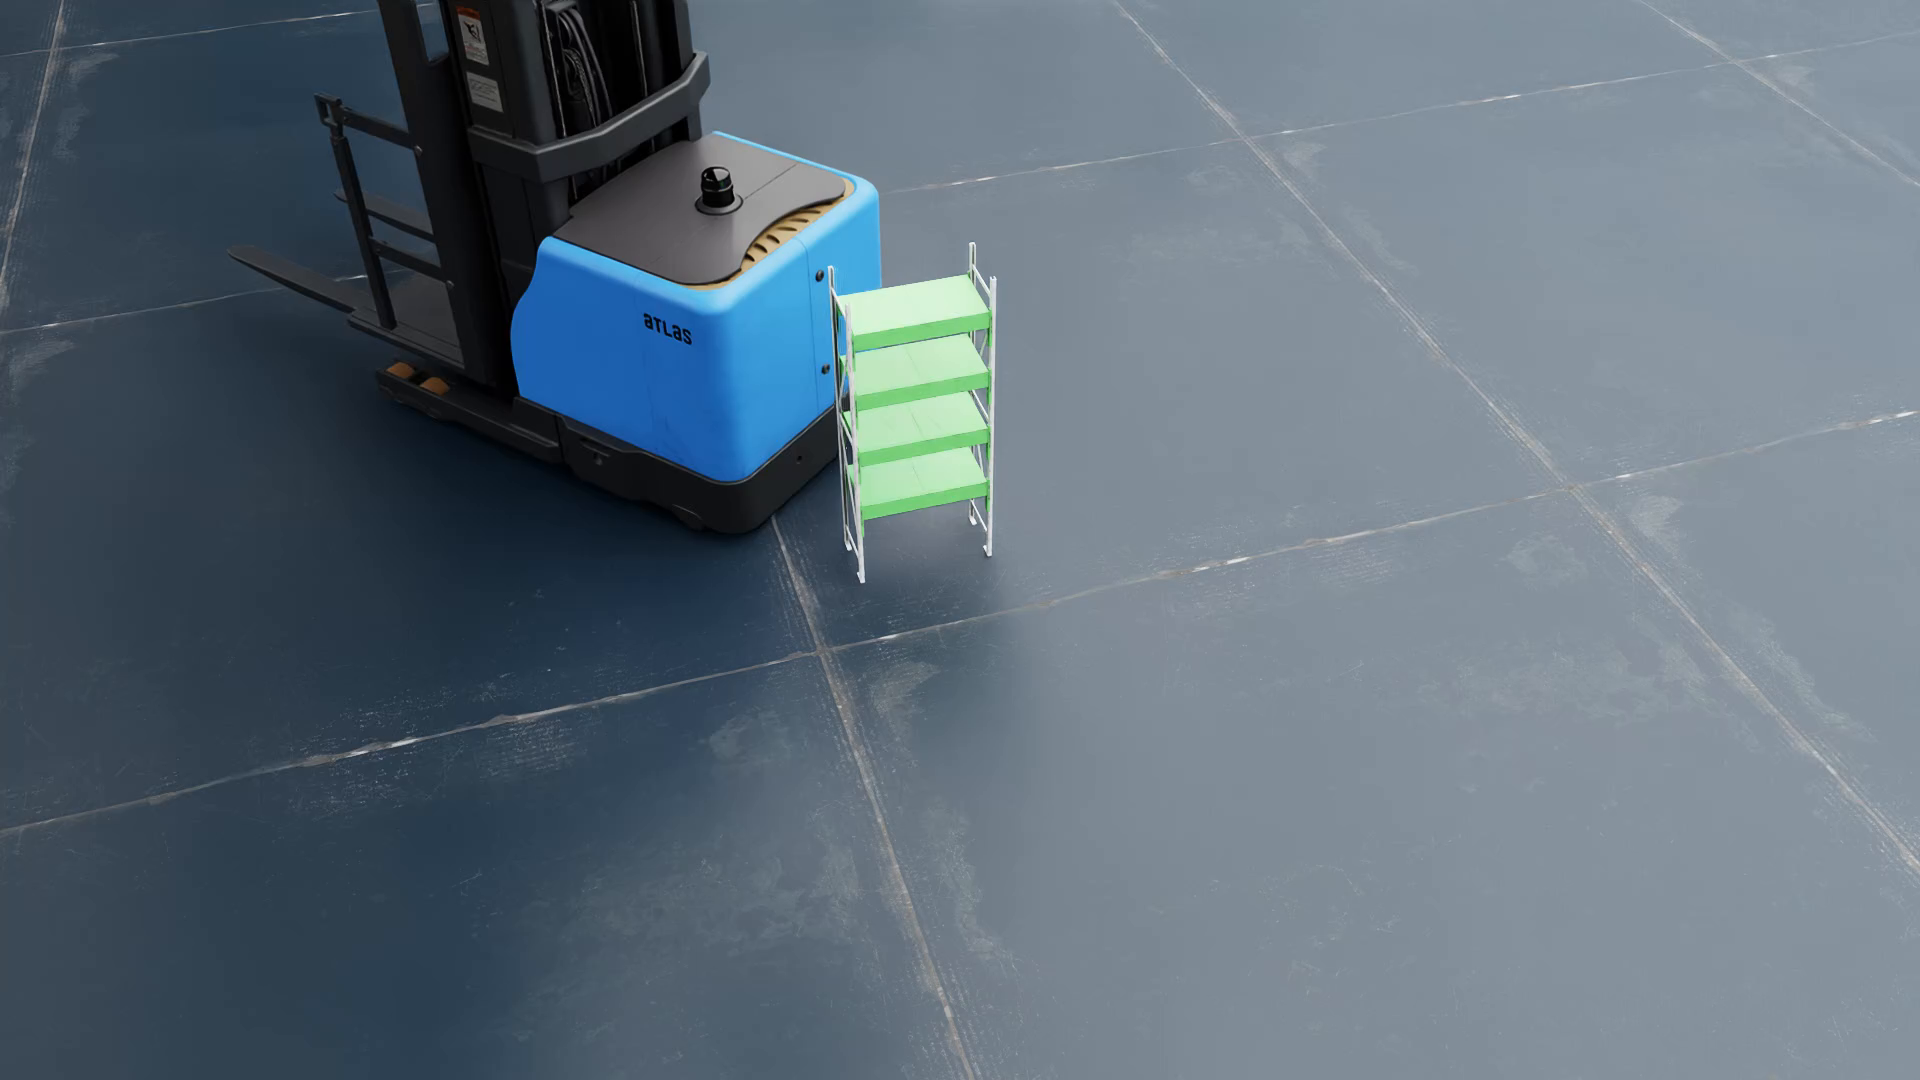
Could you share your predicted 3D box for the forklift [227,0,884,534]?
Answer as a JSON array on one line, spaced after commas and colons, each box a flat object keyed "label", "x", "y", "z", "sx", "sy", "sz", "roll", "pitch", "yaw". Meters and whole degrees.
[{"label": "forklift", "x": -1.804, "y": -1.870, "z": 6.163, "sx": 3.031, "sy": 2.935, "sz": 1.130, "roll": 23, "pitch": 46, "yaw": 24}]

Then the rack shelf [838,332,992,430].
[{"label": "rack shelf", "x": -0.158, "y": -0.552, "z": 5.702, "sx": 0.480, "sy": 0.148, "sz": 0.258, "roll": -12, "pitch": 42, "yaw": -13}]

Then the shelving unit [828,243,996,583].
[{"label": "shelving unit", "x": -0.158, "y": -0.419, "z": 5.818, "sx": 0.503, "sy": 1.200, "sz": 0.258, "roll": -12, "pitch": 42, "yaw": -13}]

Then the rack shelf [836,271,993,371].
[{"label": "rack shelf", "x": -0.158, "y": -0.732, "z": 5.544, "sx": 0.480, "sy": 0.148, "sz": 0.258, "roll": -12, "pitch": 42, "yaw": -13}]

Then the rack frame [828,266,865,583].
[{"label": "rack frame", "x": -0.391, "y": -0.371, "z": 5.763, "sx": 0.015, "sy": 1.200, "sz": 0.240, "roll": -12, "pitch": 42, "yaw": -13}]

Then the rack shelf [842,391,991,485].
[{"label": "rack shelf", "x": -0.158, "y": -0.371, "z": 5.860, "sx": 0.480, "sy": 0.148, "sz": 0.258, "roll": -12, "pitch": 42, "yaw": -13}]

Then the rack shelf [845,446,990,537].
[{"label": "rack shelf", "x": -0.158, "y": -0.190, "z": 6.018, "sx": 0.480, "sy": 0.148, "sz": 0.258, "roll": -12, "pitch": 42, "yaw": -13}]

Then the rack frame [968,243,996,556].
[{"label": "rack frame", "x": 0.075, "y": -0.467, "z": 5.873, "sx": 0.015, "sy": 1.200, "sz": 0.240, "roll": -12, "pitch": 42, "yaw": -13}]
